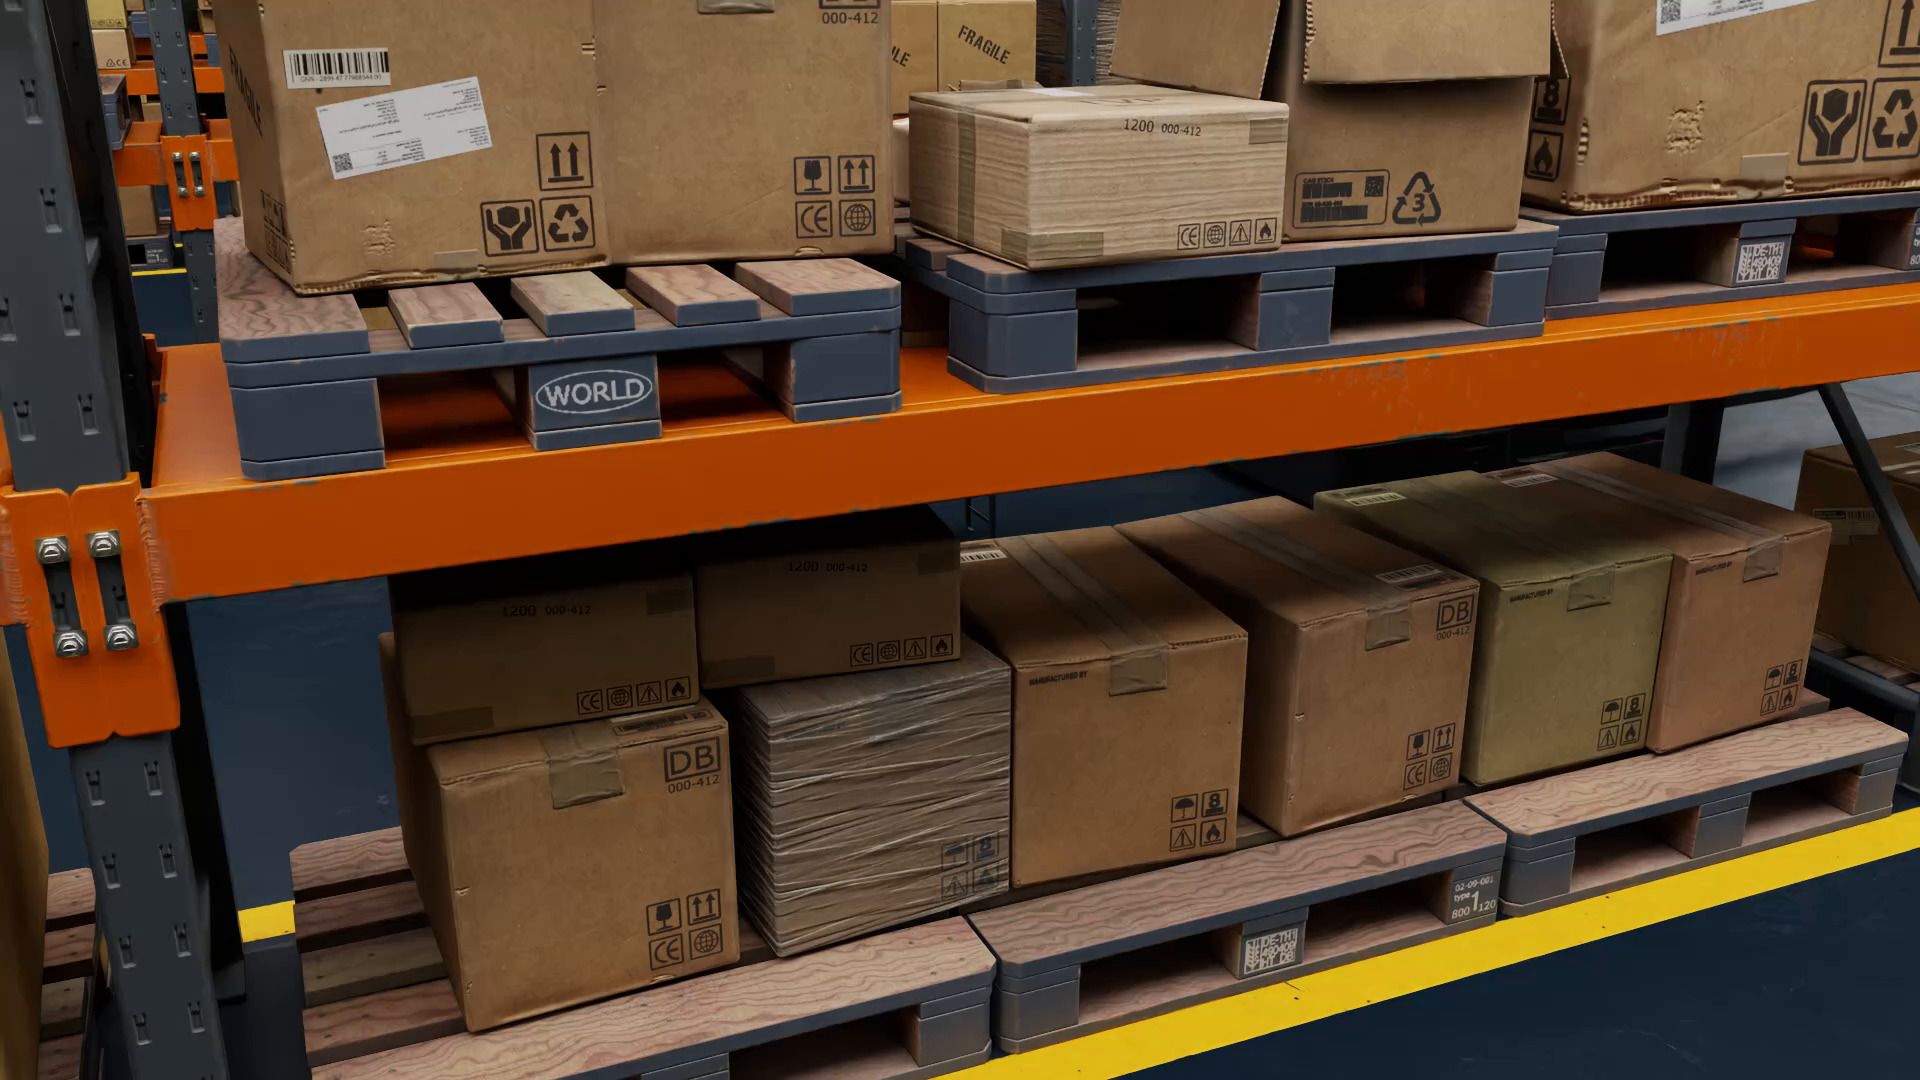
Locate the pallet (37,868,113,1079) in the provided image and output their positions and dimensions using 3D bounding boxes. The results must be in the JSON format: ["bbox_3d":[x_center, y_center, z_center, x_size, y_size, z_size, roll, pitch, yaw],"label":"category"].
[{"bbox_3d":[-2.149,1.007,2.843,1.213,0.211,1.003,-8,21,-22],"label":"pallet"}]

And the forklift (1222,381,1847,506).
[{"bbox_3d":[2.490,-1.783,6.673,3.031,2.935,1.130,-9,21,-24],"label":"forklift"}]

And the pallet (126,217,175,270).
[{"bbox_3d":[-6.075,-2.015,11.426,1.213,0.211,1.003,-8,21,-22],"label":"pallet"}]

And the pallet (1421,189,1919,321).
[{"bbox_3d":[1.518,-0.768,3.976,1.213,0.211,1.003,-8,21,-22],"label":"pallet"}]

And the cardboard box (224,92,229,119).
[{"bbox_3d":[-6.712,-4.080,16.036,0.625,0.625,0.875,-7,21,-20],"label":"cardboard box"}]

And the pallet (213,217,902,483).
[{"bbox_3d":[-0.783,-0.424,3.000,1.003,0.211,1.213,-8,21,-22],"label":"pallet"}]

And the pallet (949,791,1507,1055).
[{"bbox_3d":[0.441,0.665,3.815,1.213,0.211,1.003,-8,21,-22],"label":"pallet"}]

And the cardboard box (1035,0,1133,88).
[{"bbox_3d":[0.740,-2.564,8.560,0.550,0.550,0.875,-8,21,-22],"label":"cardboard box"}]

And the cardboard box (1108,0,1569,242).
[{"bbox_3d":[0.722,-0.905,3.289,0.637,0.503,0.797,-6,20,-16],"label":"cardboard box"}]

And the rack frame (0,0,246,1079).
[{"bbox_3d":[-1.395,-0.389,2.609,0.127,3.000,1.000,-8,21,-22],"label":"rack frame"}]

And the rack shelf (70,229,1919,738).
[{"bbox_3d":[0.441,-0.312,3.476,4.000,0.370,1.077,-8,21,-22],"label":"rack shelf"}]

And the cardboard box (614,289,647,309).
[{"bbox_3d":[-1.871,-1.220,7.726,0.750,0.750,1.050,-8,21,-21],"label":"cardboard box"}]

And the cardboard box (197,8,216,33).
[{"bbox_3d":[-4.949,-3.476,11.125,0.250,0.149,0.380,-9,22,-25],"label":"cardboard box"}]

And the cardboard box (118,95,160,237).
[{"bbox_3d":[-5.988,-2.541,11.289,0.875,0.875,0.875,-8,21,-22],"label":"cardboard box"}]

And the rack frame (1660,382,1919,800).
[{"bbox_3d":[2.277,-0.915,4.104,0.127,3.000,1.000,-8,21,-22],"label":"rack frame"}]

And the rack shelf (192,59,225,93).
[{"bbox_3d":[-3.484,-3.334,12.059,4.000,0.370,1.077,-8,21,-22],"label":"rack shelf"}]

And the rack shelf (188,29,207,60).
[{"bbox_3d":[-5.454,-4.848,16.356,4.000,0.370,1.077,-8,21,-22],"label":"rack shelf"}]

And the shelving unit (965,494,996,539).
[{"bbox_3d":[-0.152,-0.544,5.761,0.503,1.200,0.258,-8,21,-22],"label":"shelving unit"}]

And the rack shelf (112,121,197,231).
[{"bbox_3d":[-5.104,-1.312,6.315,4.000,0.370,1.077,-8,21,-22],"label":"rack shelf"}]

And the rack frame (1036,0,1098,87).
[{"bbox_3d":[0.405,-2.441,8.437,0.127,3.000,1.000,-8,21,-22],"label":"rack frame"}]

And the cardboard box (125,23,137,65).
[{"bbox_3d":[-5.870,-3.352,11.252,0.500,0.250,0.500,-9,21,-23],"label":"cardboard box"}]

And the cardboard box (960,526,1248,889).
[{"bbox_3d":[0.234,0.335,3.655,0.500,0.500,0.700,-6,20,-17],"label":"cardboard box"}]

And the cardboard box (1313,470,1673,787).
[{"bbox_3d":[1.260,0.188,4.073,0.500,0.500,0.700,-8,21,-22],"label":"cardboard box"}]

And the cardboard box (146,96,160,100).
[{"bbox_3d":[-7.788,-3.973,15.920,0.500,0.500,0.500,-7,21,-20],"label":"cardboard box"}]

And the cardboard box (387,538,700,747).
[{"bbox_3d":[-0.792,0.132,3.103,0.500,0.250,0.500,-7,21,-20],"label":"cardboard box"}]

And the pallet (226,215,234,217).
[{"bbox_3d":[-4.603,-2.198,11.946,1.213,0.211,1.003,-8,21,-22],"label":"pallet"}]

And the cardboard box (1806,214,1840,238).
[{"bbox_3d":[2.358,-0.914,4.480,0.250,0.149,0.380,-8,21,-22],"label":"cardboard box"}]

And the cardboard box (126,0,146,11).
[{"bbox_3d":[-7.825,-5.149,15.346,0.500,0.500,0.500,-7,21,-19],"label":"cardboard box"}]

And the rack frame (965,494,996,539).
[{"bbox_3d":[0.072,-0.576,5.852,0.015,1.200,0.240,-8,21,-22],"label":"rack frame"}]

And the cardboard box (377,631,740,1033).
[{"bbox_3d":[-0.788,0.489,3.219,0.500,0.500,0.700,-9,21,-25],"label":"cardboard box"}]

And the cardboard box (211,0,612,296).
[{"bbox_3d":[-0.915,-0.717,2.759,0.500,0.500,0.500,-11,22,-29],"label":"cardboard box"}]

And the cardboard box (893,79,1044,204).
[{"bbox_3d":[0.029,-0.825,3.419,0.258,0.266,0.396,-9,21,-23],"label":"cardboard box"}]

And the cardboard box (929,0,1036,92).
[{"bbox_3d":[0.032,-2.338,7.994,0.500,0.500,0.500,-8,21,-22],"label":"cardboard box"}]
